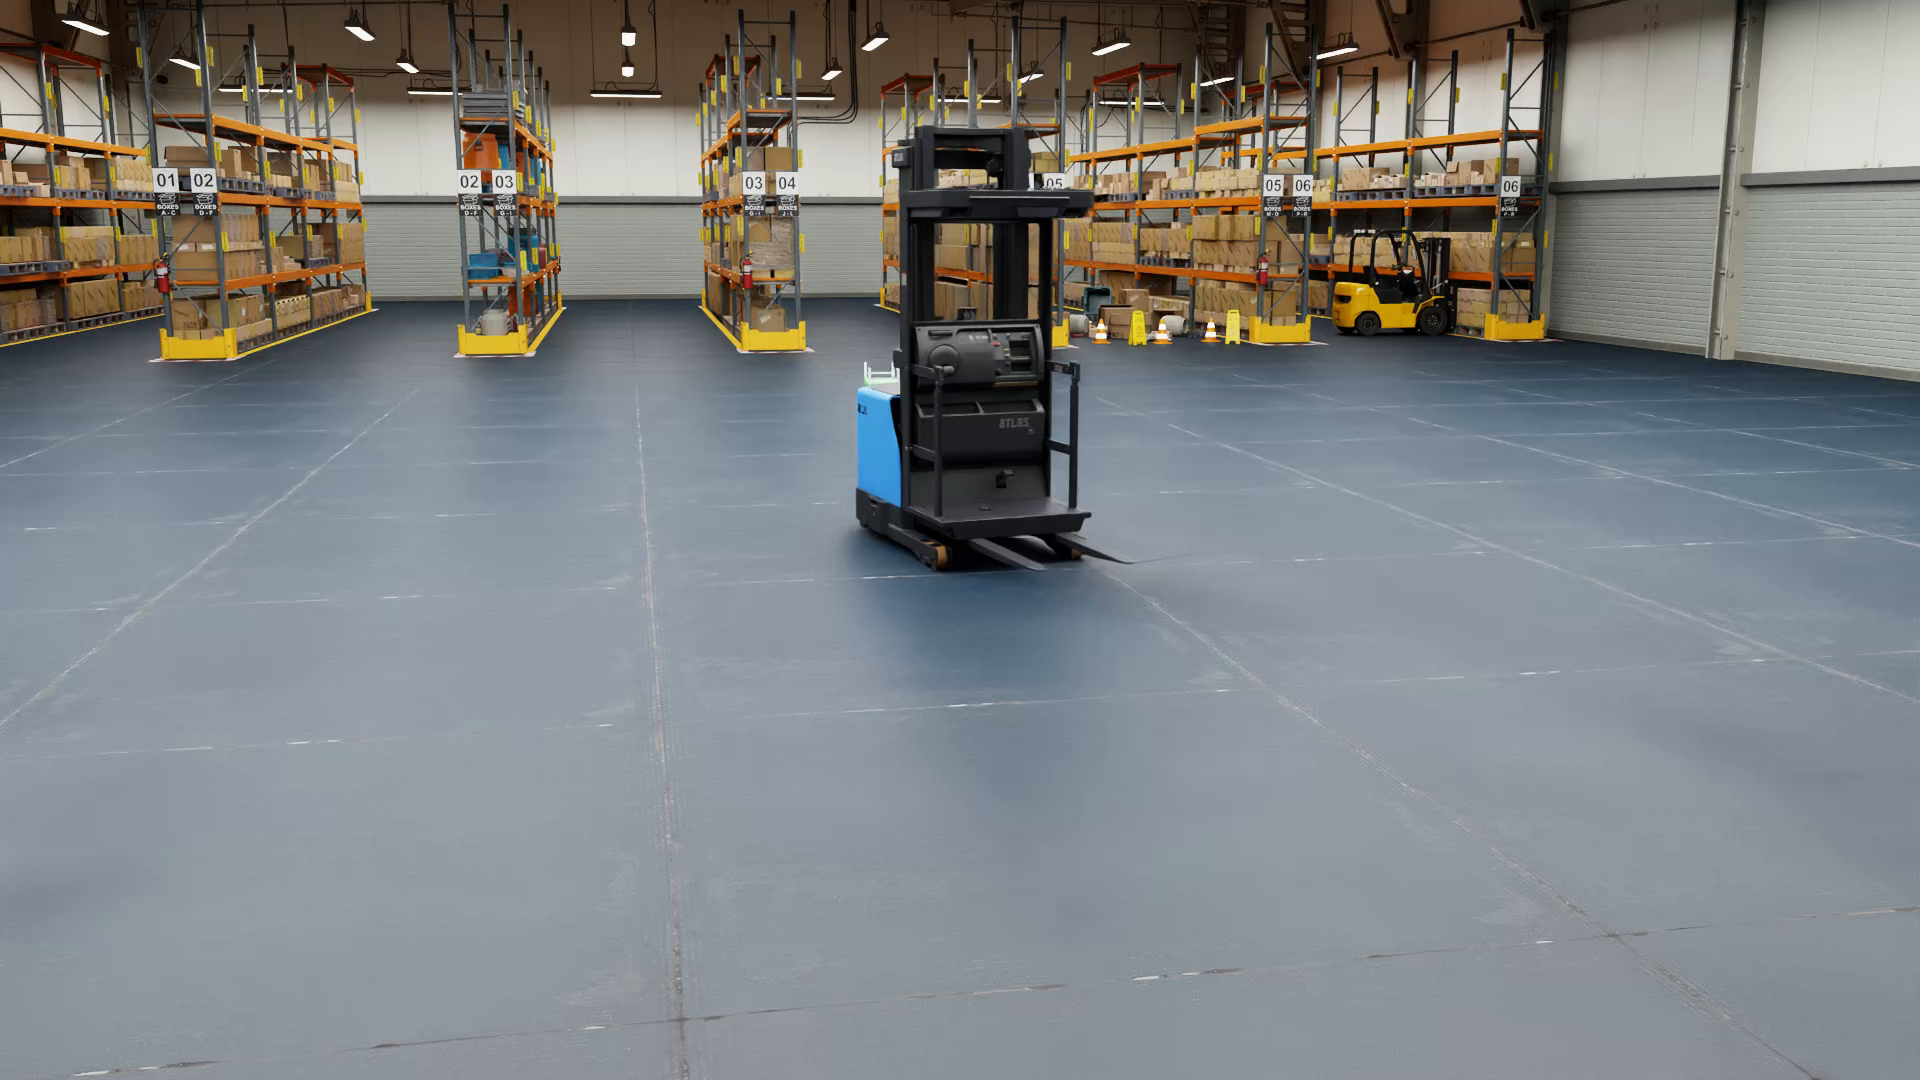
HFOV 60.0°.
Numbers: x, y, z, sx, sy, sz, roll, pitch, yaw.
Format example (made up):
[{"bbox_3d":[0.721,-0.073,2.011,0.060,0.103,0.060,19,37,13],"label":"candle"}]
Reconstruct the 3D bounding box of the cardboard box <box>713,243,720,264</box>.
[{"bbox_3d":[-5.825,-7.055,40.975,0.500,0.500,0.500,-2,11,-11],"label":"cardboard box"}]

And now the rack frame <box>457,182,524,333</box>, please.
[{"bbox_3d":[-8.292,-4.811,29.450,1.000,3.000,0.127,-2,11,-11],"label":"rack frame"}]

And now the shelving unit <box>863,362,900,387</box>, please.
[{"bbox_3d":[-0.611,-0.774,13.052,0.258,1.200,0.503,-1,11,-7],"label":"shelving unit"}]

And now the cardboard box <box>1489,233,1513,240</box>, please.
[{"bbox_3d":[10.879,-6.104,33.449,0.380,0.149,0.250,-2,11,-11],"label":"cardboard box"}]

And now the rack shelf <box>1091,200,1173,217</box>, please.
[{"bbox_3d":[4.342,-8.306,41.712,1.077,0.370,4.000,-2,11,-11],"label":"rack shelf"}]

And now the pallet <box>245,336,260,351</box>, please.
[{"bbox_3d":[-13.576,-3.624,30.670,1.003,0.211,1.213,-2,11,-11],"label":"pallet"}]

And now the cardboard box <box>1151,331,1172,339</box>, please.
[{"bbox_3d":[4.051,-4.118,33.432,0.380,0.149,0.250,4,11,18],"label":"cardboard box"}]

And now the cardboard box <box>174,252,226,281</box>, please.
[{"bbox_3d":[-13.230,-4.767,28.950,0.700,0.500,0.500,-2,11,-11],"label":"cardboard box"}]

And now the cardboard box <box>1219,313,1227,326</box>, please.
[{"bbox_3d":[5.665,-4.536,34.239,0.500,0.250,0.500,-3,11,-13],"label":"cardboard box"}]

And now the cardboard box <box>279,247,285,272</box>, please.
[{"bbox_3d":[-14.366,-5.841,34.593,0.500,0.500,0.500,-3,11,-14],"label":"cardboard box"}]

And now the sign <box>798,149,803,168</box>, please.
[{"bbox_3d":[-2.902,-6.914,30.138,0.100,0.325,0.005,-2,11,-11],"label":"sign"}]

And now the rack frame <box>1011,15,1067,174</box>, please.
[{"bbox_3d":[1.451,-8.100,30.685,1.000,3.000,0.127,-2,11,-11],"label":"rack frame"}]

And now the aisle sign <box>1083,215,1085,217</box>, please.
[{"bbox_3d":[3.465,-9.587,47.593,0.394,0.787,0.004,-2,11,-11],"label":"aisle sign"}]

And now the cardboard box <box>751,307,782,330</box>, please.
[{"bbox_3d":[-3.689,-4.193,31.765,0.500,0.500,0.500,1,11,4],"label":"cardboard box"}]

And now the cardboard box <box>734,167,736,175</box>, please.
[{"bbox_3d":[-4.390,-7.718,35.301,0.797,0.503,0.637,-2,11,-9],"label":"cardboard box"}]

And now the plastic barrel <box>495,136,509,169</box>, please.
[{"bbox_3d":[-8.982,-7.284,31.958,0.600,0.901,0.708,-2,11,-11],"label":"plastic barrel"}]

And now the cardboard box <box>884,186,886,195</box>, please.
[{"bbox_3d":[-1.829,-9.641,45.869,0.500,0.250,0.500,-2,11,-10],"label":"cardboard box"}]

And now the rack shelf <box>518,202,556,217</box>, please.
[{"bbox_3d":[-11.015,-8.499,42.727,1.077,0.370,4.000,-2,11,-11],"label":"rack shelf"}]

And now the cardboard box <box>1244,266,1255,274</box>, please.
[{"bbox_3d":[5.846,-5.331,32.855,0.380,0.149,0.250,-2,11,-12],"label":"cardboard box"}]

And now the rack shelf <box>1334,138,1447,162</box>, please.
[{"bbox_3d":[9.988,-9.030,38.567,1.077,0.370,4.000,-2,11,-11],"label":"rack shelf"}]

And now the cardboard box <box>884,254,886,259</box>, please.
[{"bbox_3d":[-1.920,-7.893,46.313,0.380,0.149,0.250,-2,11,-11],"label":"cardboard box"}]

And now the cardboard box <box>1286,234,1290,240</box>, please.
[{"bbox_3d":[8.796,-7.797,43.748,0.700,0.500,0.500,-2,11,-10],"label":"cardboard box"}]

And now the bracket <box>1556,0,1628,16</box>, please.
[{"bbox_3d":[12.140,-9.844,30.220,0.076,0.066,4.783,-2,11,-11],"label":"bracket"}]

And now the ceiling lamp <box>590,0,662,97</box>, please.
[{"bbox_3d":[-9.456,-14.144,46.828,2.000,3.185,0.800,-2,11,-11],"label":"ceiling lamp"}]

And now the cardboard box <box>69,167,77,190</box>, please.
[{"bbox_3d":[-20.075,-8.031,36.901,0.700,0.500,0.500,-2,11,-11],"label":"cardboard box"}]

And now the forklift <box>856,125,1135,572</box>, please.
[{"bbox_3d":[0.219,-1.323,11.306,1.130,2.935,3.031,-4,12,-21],"label":"forklift"}]

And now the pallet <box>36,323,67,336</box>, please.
[{"bbox_3d":[-19.416,-4.405,34.773,1.003,0.211,1.213,-2,11,-11],"label":"pallet"}]

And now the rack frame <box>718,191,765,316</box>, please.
[{"bbox_3d":[-4.990,-6.458,38.105,1.000,3.000,0.127,-2,11,-11],"label":"rack frame"}]

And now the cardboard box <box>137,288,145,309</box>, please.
[{"bbox_3d":[-20.581,-5.957,41.035,0.700,0.500,0.500,-2,11,-10],"label":"cardboard box"}]

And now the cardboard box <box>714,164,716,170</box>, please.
[{"bbox_3d":[-6.163,-9.701,43.457,0.500,0.250,0.500,-2,11,-13],"label":"cardboard box"}]

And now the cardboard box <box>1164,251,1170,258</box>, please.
[{"bbox_3d":[4.878,-6.537,38.067,0.380,0.149,0.250,-2,11,-9],"label":"cardboard box"}]

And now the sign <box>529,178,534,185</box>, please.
[{"bbox_3d":[-8.529,-7.040,33.117,0.100,0.325,0.005,-2,11,-11],"label":"sign"}]

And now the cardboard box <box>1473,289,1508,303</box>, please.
[{"bbox_3d":[10.759,-4.952,33.750,0.500,0.250,0.500,-2,11,-9],"label":"cardboard box"}]

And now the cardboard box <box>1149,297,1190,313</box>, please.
[{"bbox_3d":[4.982,-5.495,38.949,0.950,0.372,0.625,-2,11,-12],"label":"cardboard box"}]

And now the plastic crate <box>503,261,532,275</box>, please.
[{"bbox_3d":[-8.589,-5.278,32.304,0.499,0.251,0.616,-2,11,-11],"label":"plastic crate"}]

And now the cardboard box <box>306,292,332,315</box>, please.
[{"bbox_3d":[-14.823,-5.464,38.391,0.500,0.500,0.500,-3,11,-13],"label":"cardboard box"}]

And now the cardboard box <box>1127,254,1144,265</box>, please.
[{"bbox_3d":[4.378,-6.828,40.450,0.500,0.250,0.500,-3,11,-13],"label":"cardboard box"}]

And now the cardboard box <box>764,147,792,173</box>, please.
[{"bbox_3d":[-3.458,-7.187,31.514,0.500,0.500,0.500,-2,11,-11],"label":"cardboard box"}]

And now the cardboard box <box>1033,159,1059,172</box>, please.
[{"bbox_3d":[1.609,-7.052,31.418,0.500,0.250,0.500,-2,11,-11],"label":"cardboard box"}]

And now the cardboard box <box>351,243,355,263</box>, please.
[{"bbox_3d":[-15.616,-7.264,42.069,0.500,0.500,0.500,-2,11,-12],"label":"cardboard box"}]

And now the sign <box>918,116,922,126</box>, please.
[{"bbox_3d":[-1.113,-11.587,46.087,0.100,0.325,0.005,-2,11,-11],"label":"sign"}]

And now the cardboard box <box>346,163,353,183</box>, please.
[{"bbox_3d":[-16.148,-9.486,43.049,0.700,0.500,0.500,-2,11,-11],"label":"cardboard box"}]

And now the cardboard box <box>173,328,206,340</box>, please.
[{"bbox_3d":[-13.546,-3.575,29.185,0.500,0.250,0.500,-2,11,-11],"label":"cardboard box"}]

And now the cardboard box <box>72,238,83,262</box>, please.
[{"bbox_3d":[-19.502,-6.318,36.250,0.500,0.500,0.500,-2,11,-9],"label":"cardboard box"}]

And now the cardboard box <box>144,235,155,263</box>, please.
[{"bbox_3d":[-20.861,-7.306,41.758,0.980,0.700,0.700,-2,11,-11],"label":"cardboard box"}]

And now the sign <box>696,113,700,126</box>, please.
[{"bbox_3d":[-7.092,-11.390,45.051,0.100,0.325,0.005,-2,11,-11],"label":"sign"}]

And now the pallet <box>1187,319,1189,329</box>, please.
[{"bbox_3d":[5.356,-4.858,37.155,1.003,0.211,1.213,-2,11,-11],"label":"pallet"}]

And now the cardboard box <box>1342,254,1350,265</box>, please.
[{"bbox_3d":[9.538,-6.743,40.005,0.500,0.250,0.500,-2,11,-12],"label":"cardboard box"}]

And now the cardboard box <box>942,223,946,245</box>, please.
[{"bbox_3d":[-0.028,-7.078,38.418,0.700,0.500,0.500,-2,11,-11],"label":"cardboard box"}]

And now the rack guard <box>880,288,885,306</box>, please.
[{"bbox_3d":[-1.646,-6.845,46.825,1.175,0.500,0.348,-2,11,-11],"label":"rack guard"}]

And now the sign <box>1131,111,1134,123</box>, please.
[{"bbox_3d":[4.483,-11.019,43.312,0.100,0.325,0.005,-2,11,-11],"label":"sign"}]
